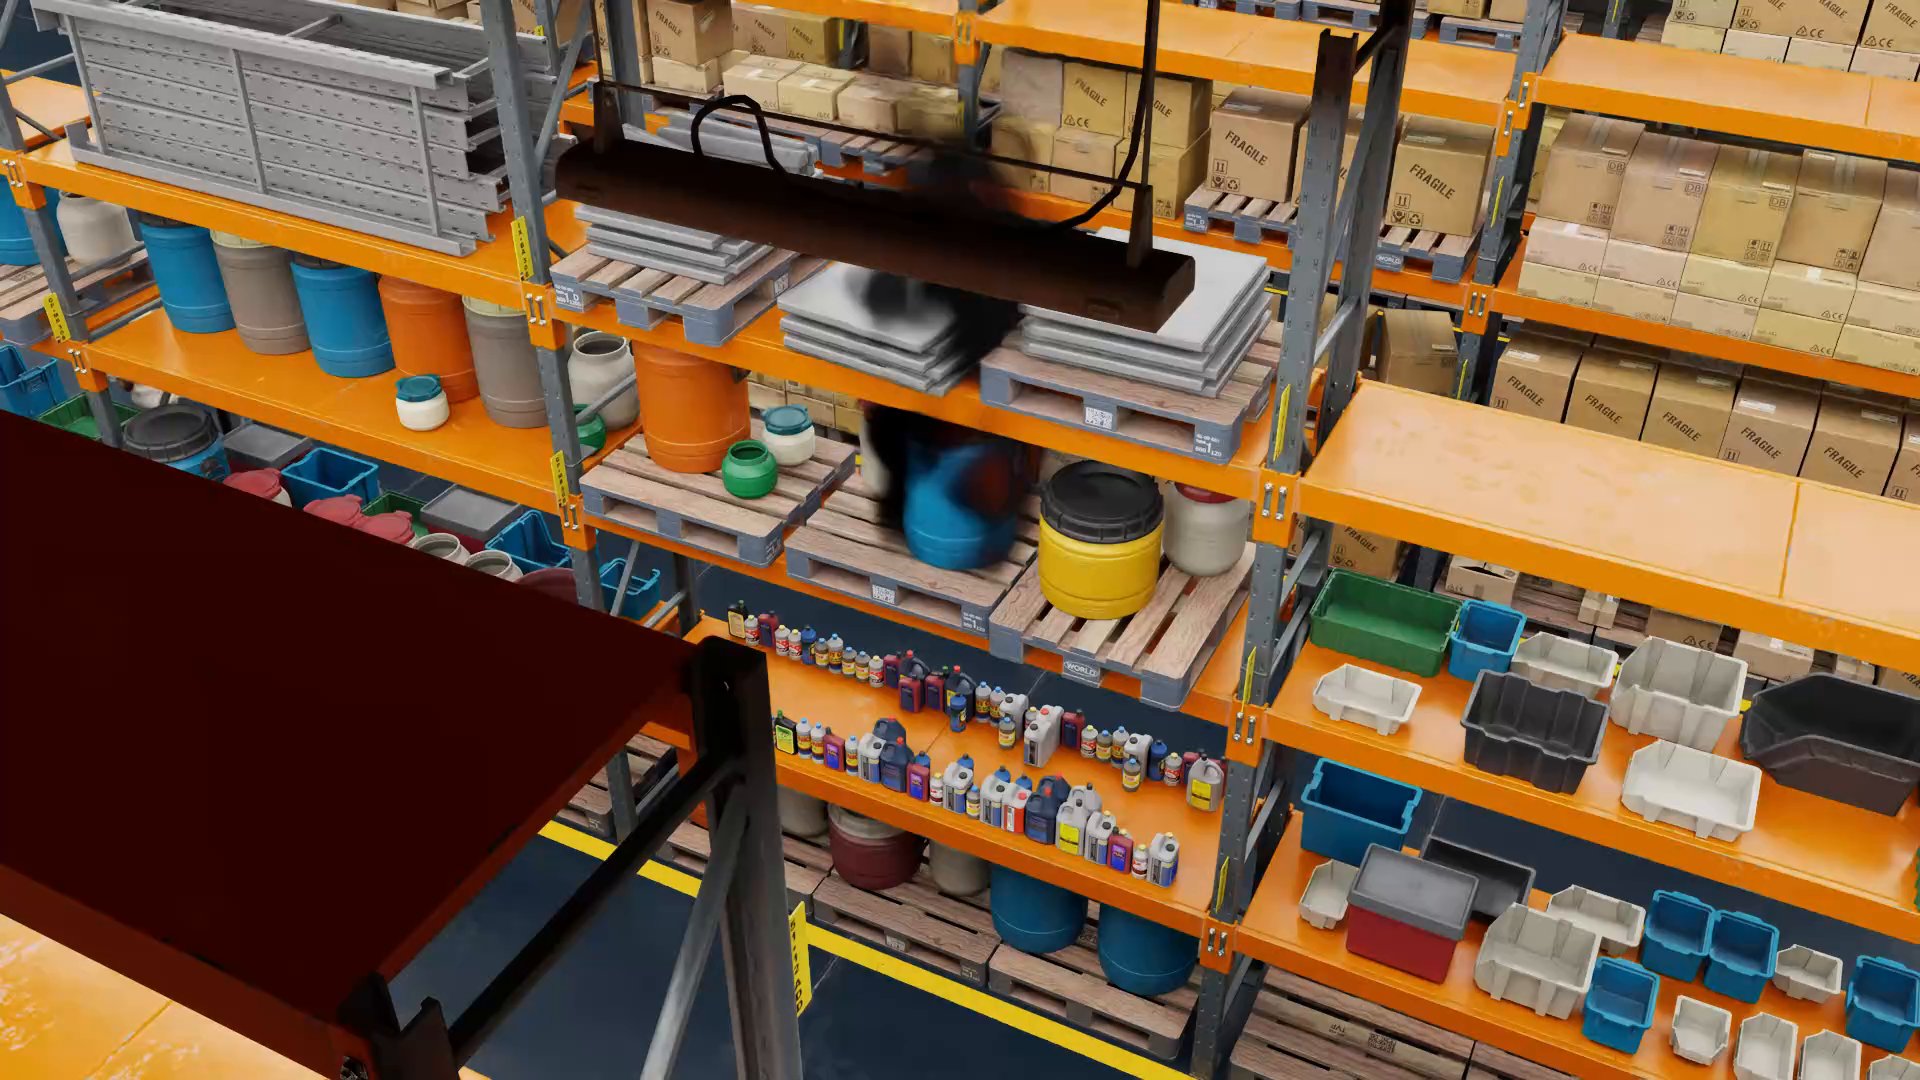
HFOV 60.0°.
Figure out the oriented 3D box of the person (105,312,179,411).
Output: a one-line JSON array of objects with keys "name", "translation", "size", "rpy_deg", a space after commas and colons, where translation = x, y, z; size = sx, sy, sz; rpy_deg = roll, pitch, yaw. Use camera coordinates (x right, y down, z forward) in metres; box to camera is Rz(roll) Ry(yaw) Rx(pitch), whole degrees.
[{"name": "person", "translation": [-6.844, -1.248, 14.112], "size": [0.615, 1.746, 0.666], "rpy_deg": [13, 37, 18]}]
